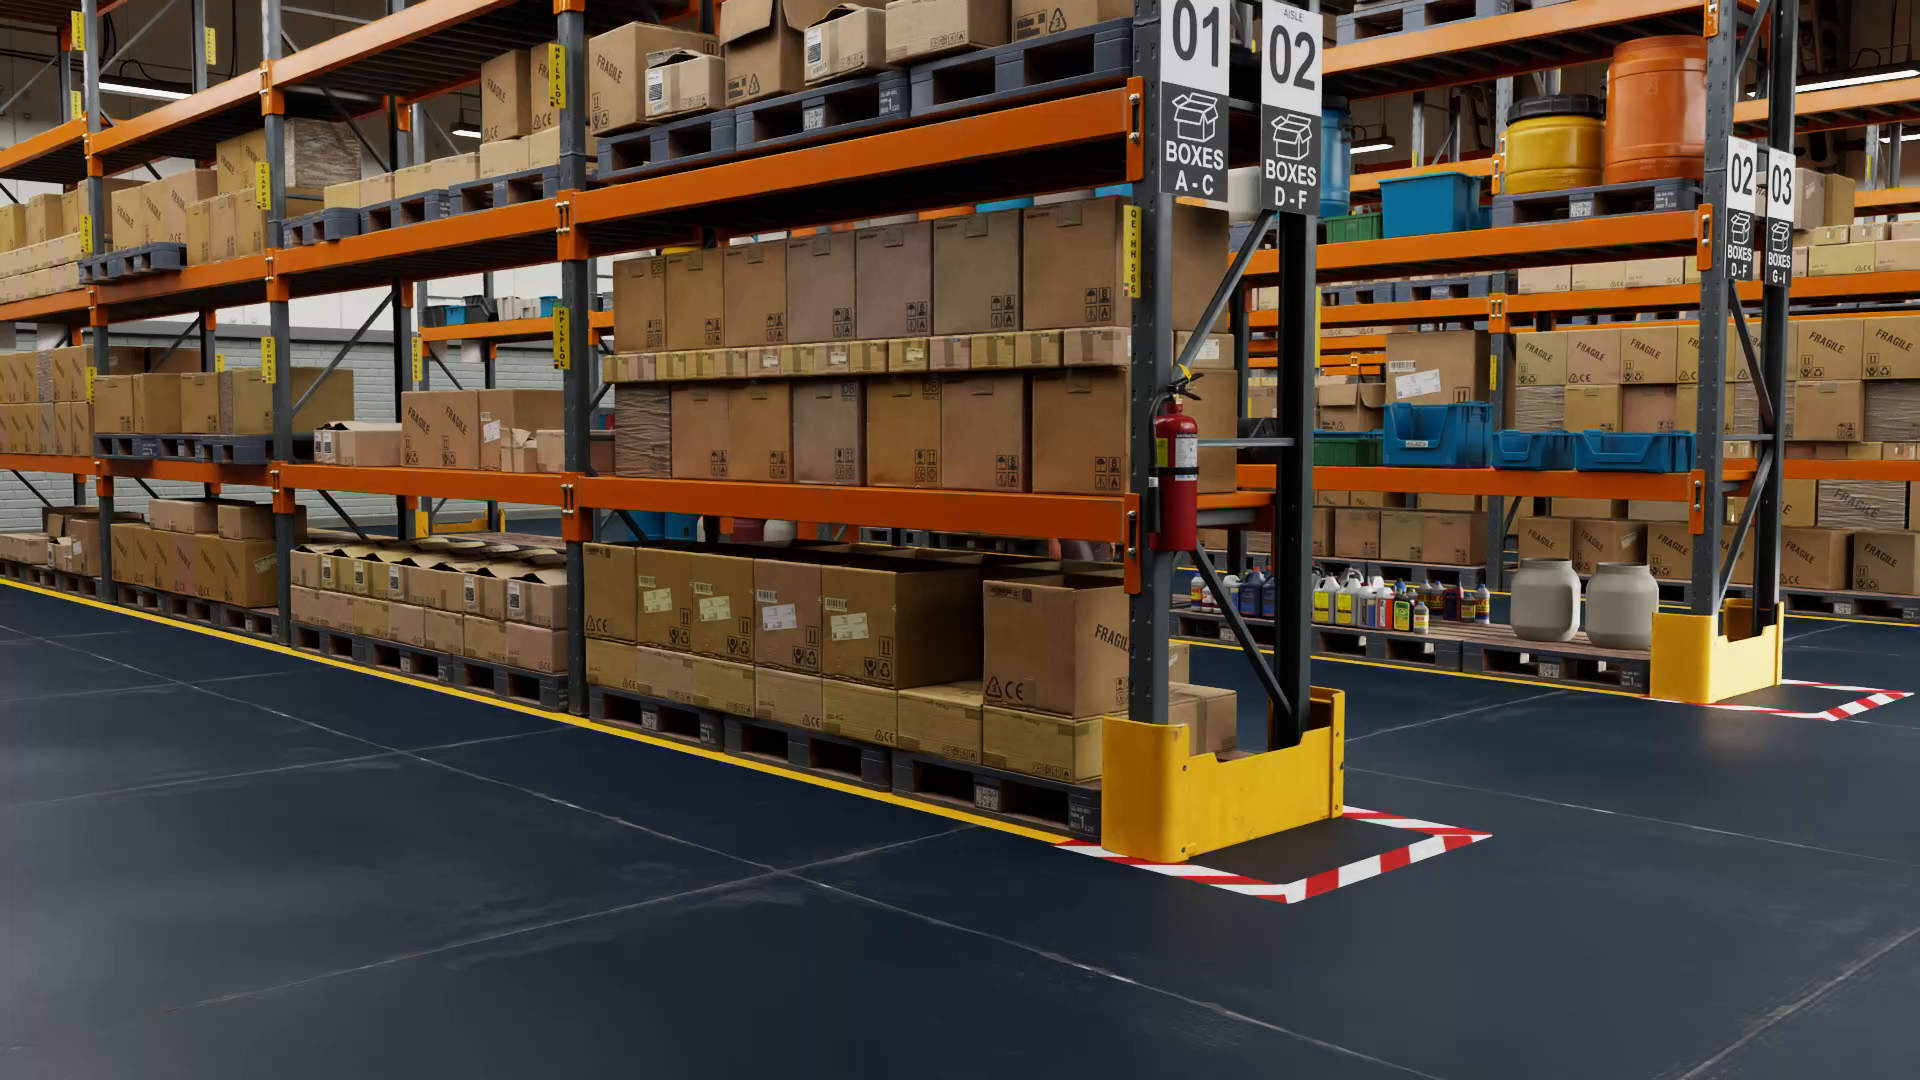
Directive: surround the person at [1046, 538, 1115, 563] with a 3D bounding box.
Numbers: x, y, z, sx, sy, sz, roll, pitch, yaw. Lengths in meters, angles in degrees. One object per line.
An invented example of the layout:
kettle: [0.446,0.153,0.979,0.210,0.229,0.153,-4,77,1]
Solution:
person: [0.786,-0.001,10.457,0.824,1.693,0.545,4,5,42]
